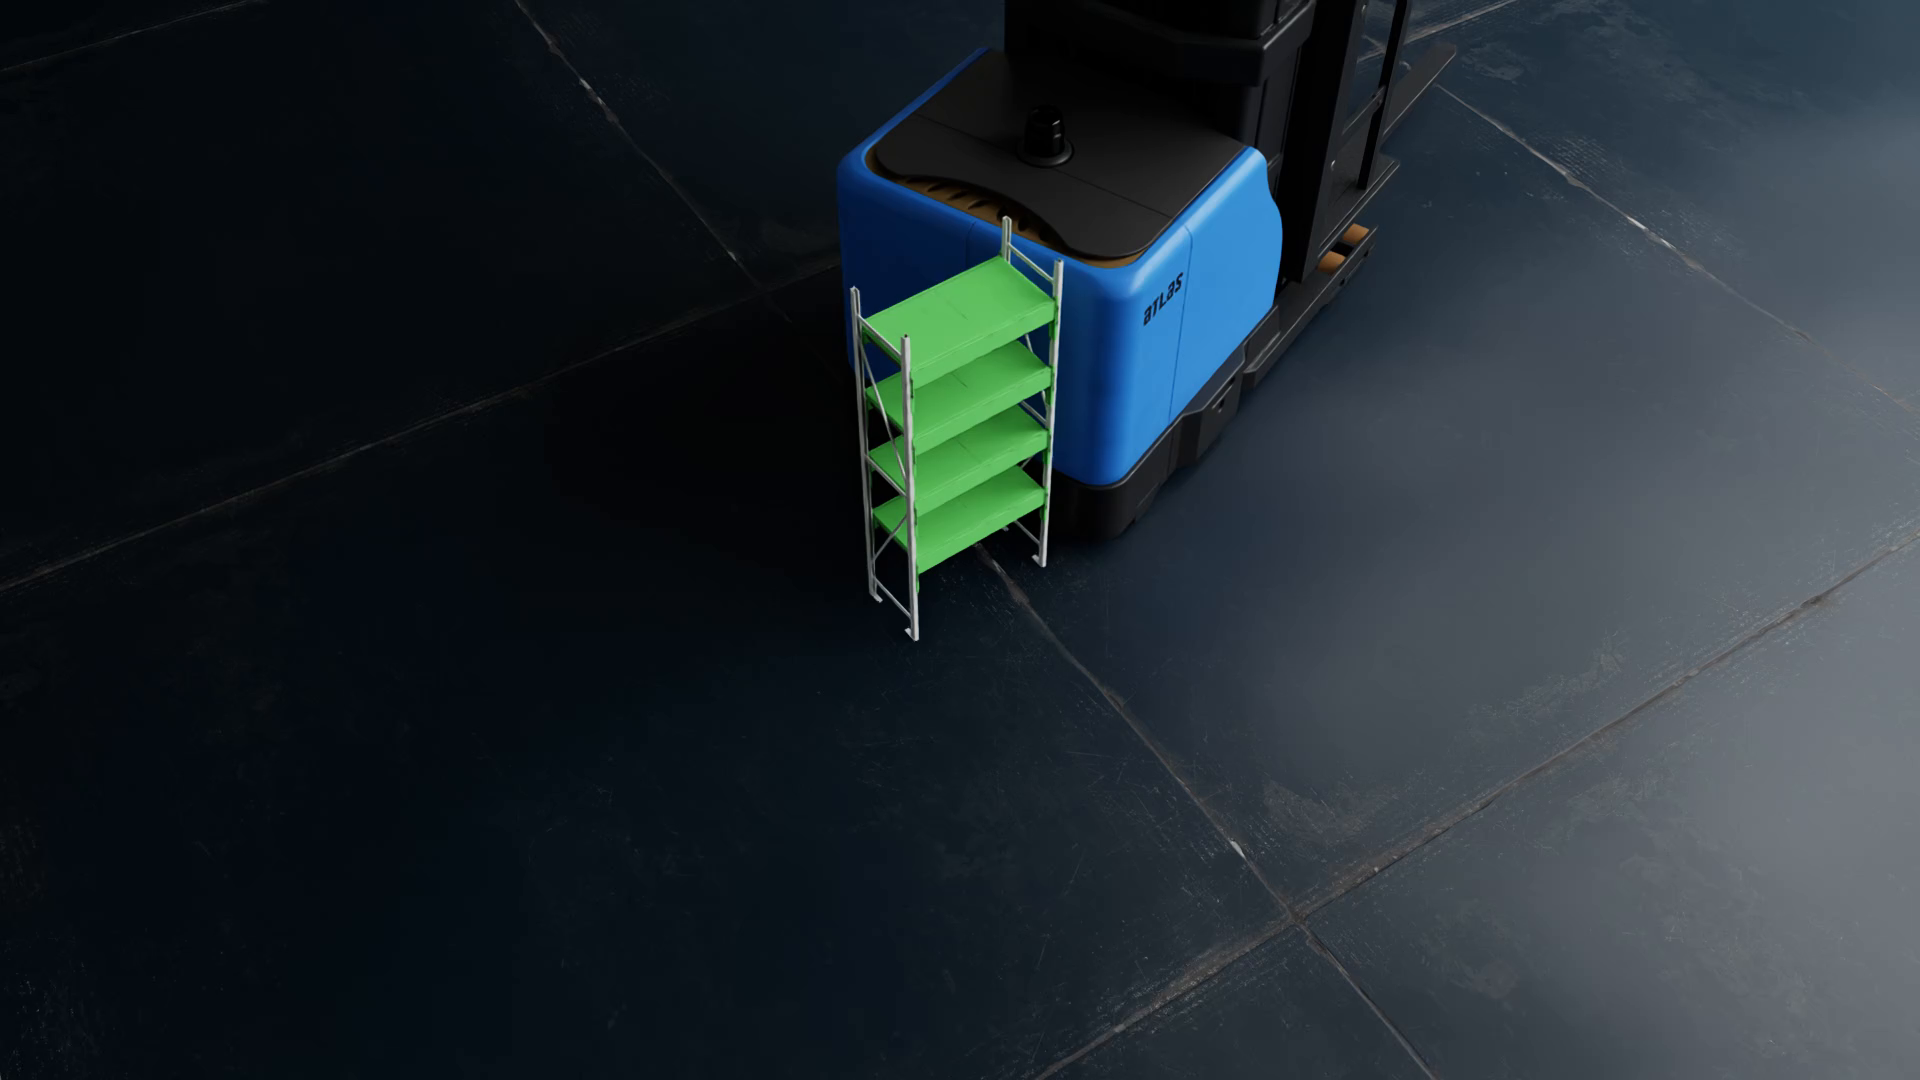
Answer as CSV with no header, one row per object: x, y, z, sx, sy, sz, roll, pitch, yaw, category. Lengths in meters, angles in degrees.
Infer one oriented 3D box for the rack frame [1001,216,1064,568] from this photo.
0.189,-0.386,4.791,0.015,1.200,0.240,-29,55,-23,rack frame

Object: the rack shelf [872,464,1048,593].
-0.006,-0.075,4.920,0.480,0.148,0.258,-29,55,-23,rack shelf

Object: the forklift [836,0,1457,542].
0.876,-2.039,5.104,1.130,2.935,3.031,27,54,22,forklift

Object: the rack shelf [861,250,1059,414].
-0.006,-0.554,4.383,0.480,0.148,0.258,-29,55,-23,rack shelf

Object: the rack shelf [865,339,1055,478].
-0.006,-0.394,4.562,0.480,0.148,0.258,-29,55,-23,rack shelf

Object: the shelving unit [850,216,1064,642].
-0.006,-0.277,4.693,0.503,1.200,0.258,-29,55,-23,shelving unit

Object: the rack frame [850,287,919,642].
-0.201,-0.168,4.596,0.015,1.200,0.240,-29,55,-23,rack frame

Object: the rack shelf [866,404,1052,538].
-0.006,-0.235,4.741,0.480,0.148,0.258,-29,55,-23,rack shelf
